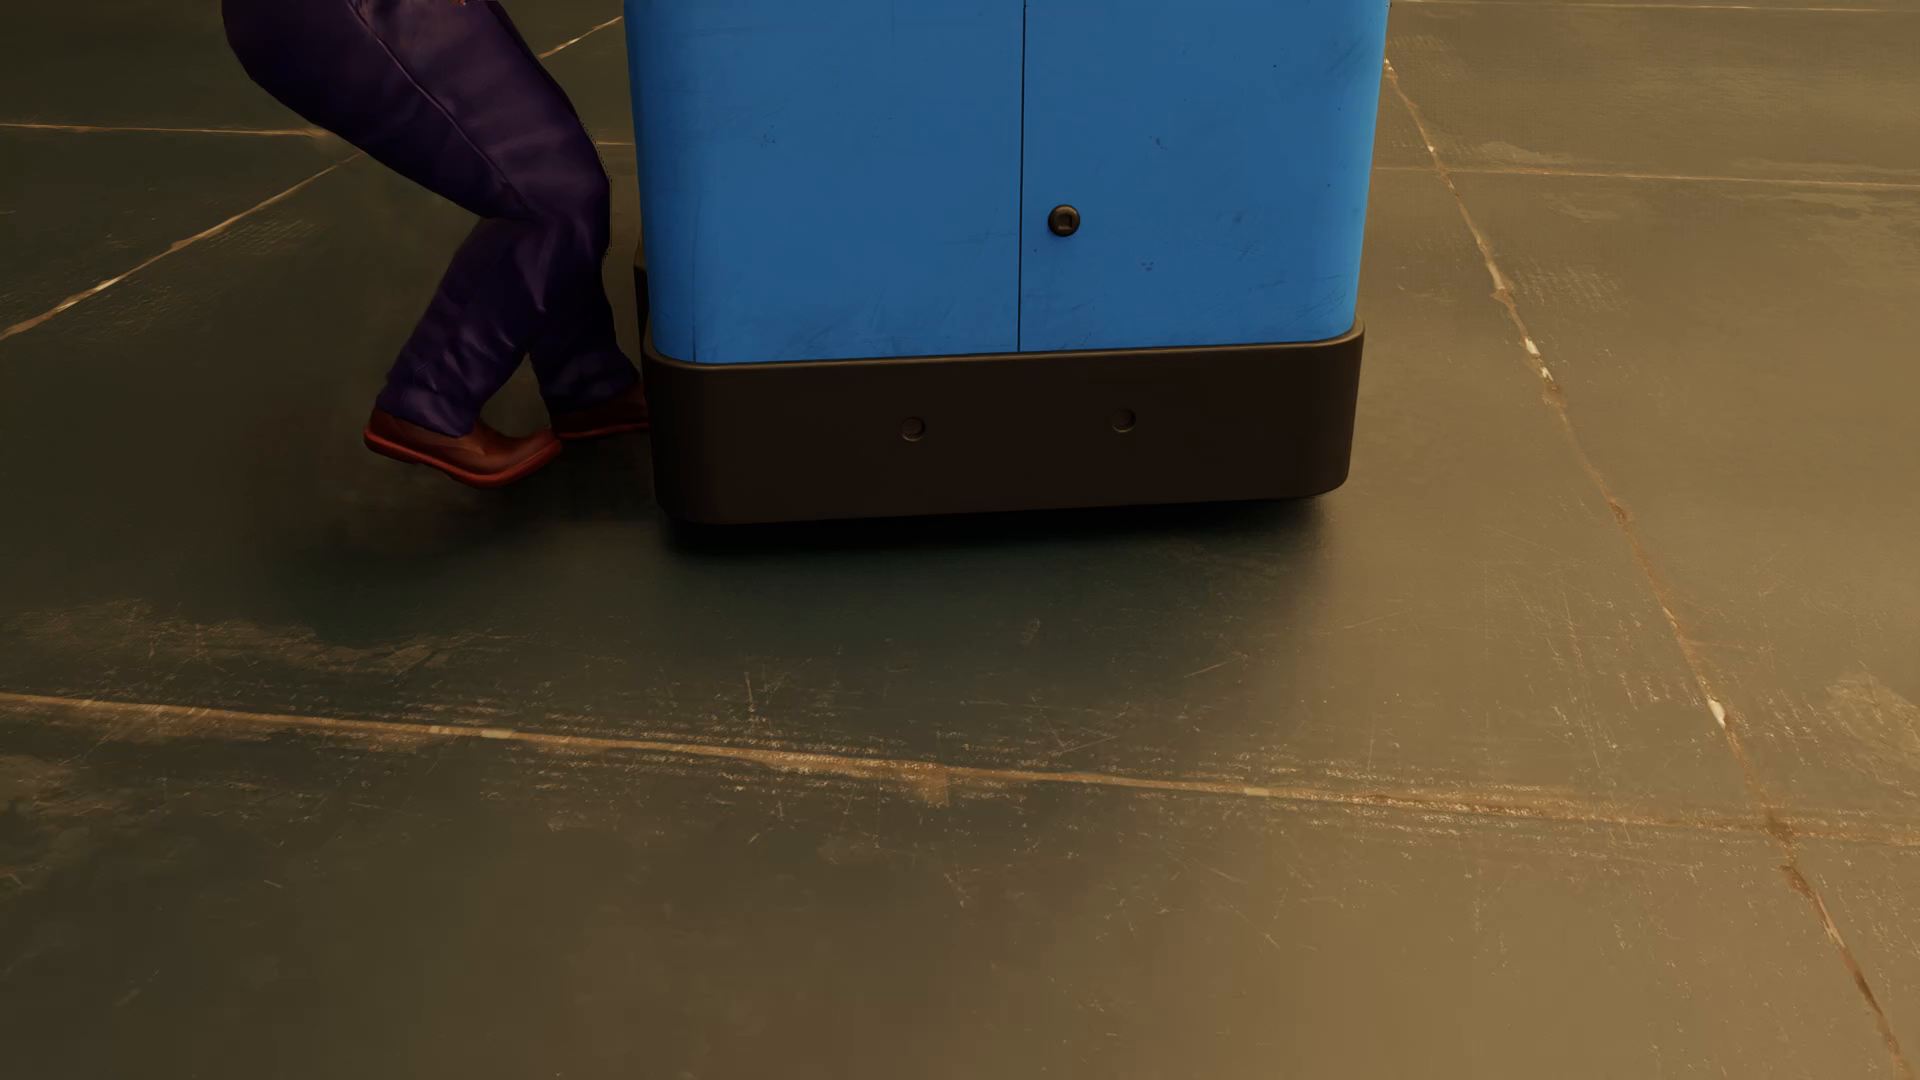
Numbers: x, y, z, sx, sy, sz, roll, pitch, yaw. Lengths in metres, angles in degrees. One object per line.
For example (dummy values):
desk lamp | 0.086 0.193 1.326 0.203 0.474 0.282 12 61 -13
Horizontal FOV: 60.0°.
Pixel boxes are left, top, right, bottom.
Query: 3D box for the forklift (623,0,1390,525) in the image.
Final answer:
forklift | -0.081 -1.960 3.146 1.130 2.935 3.031 -3 27 -6

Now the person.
person | -0.688 -0.792 2.348 0.633 1.572 0.890 -5 27 -10
